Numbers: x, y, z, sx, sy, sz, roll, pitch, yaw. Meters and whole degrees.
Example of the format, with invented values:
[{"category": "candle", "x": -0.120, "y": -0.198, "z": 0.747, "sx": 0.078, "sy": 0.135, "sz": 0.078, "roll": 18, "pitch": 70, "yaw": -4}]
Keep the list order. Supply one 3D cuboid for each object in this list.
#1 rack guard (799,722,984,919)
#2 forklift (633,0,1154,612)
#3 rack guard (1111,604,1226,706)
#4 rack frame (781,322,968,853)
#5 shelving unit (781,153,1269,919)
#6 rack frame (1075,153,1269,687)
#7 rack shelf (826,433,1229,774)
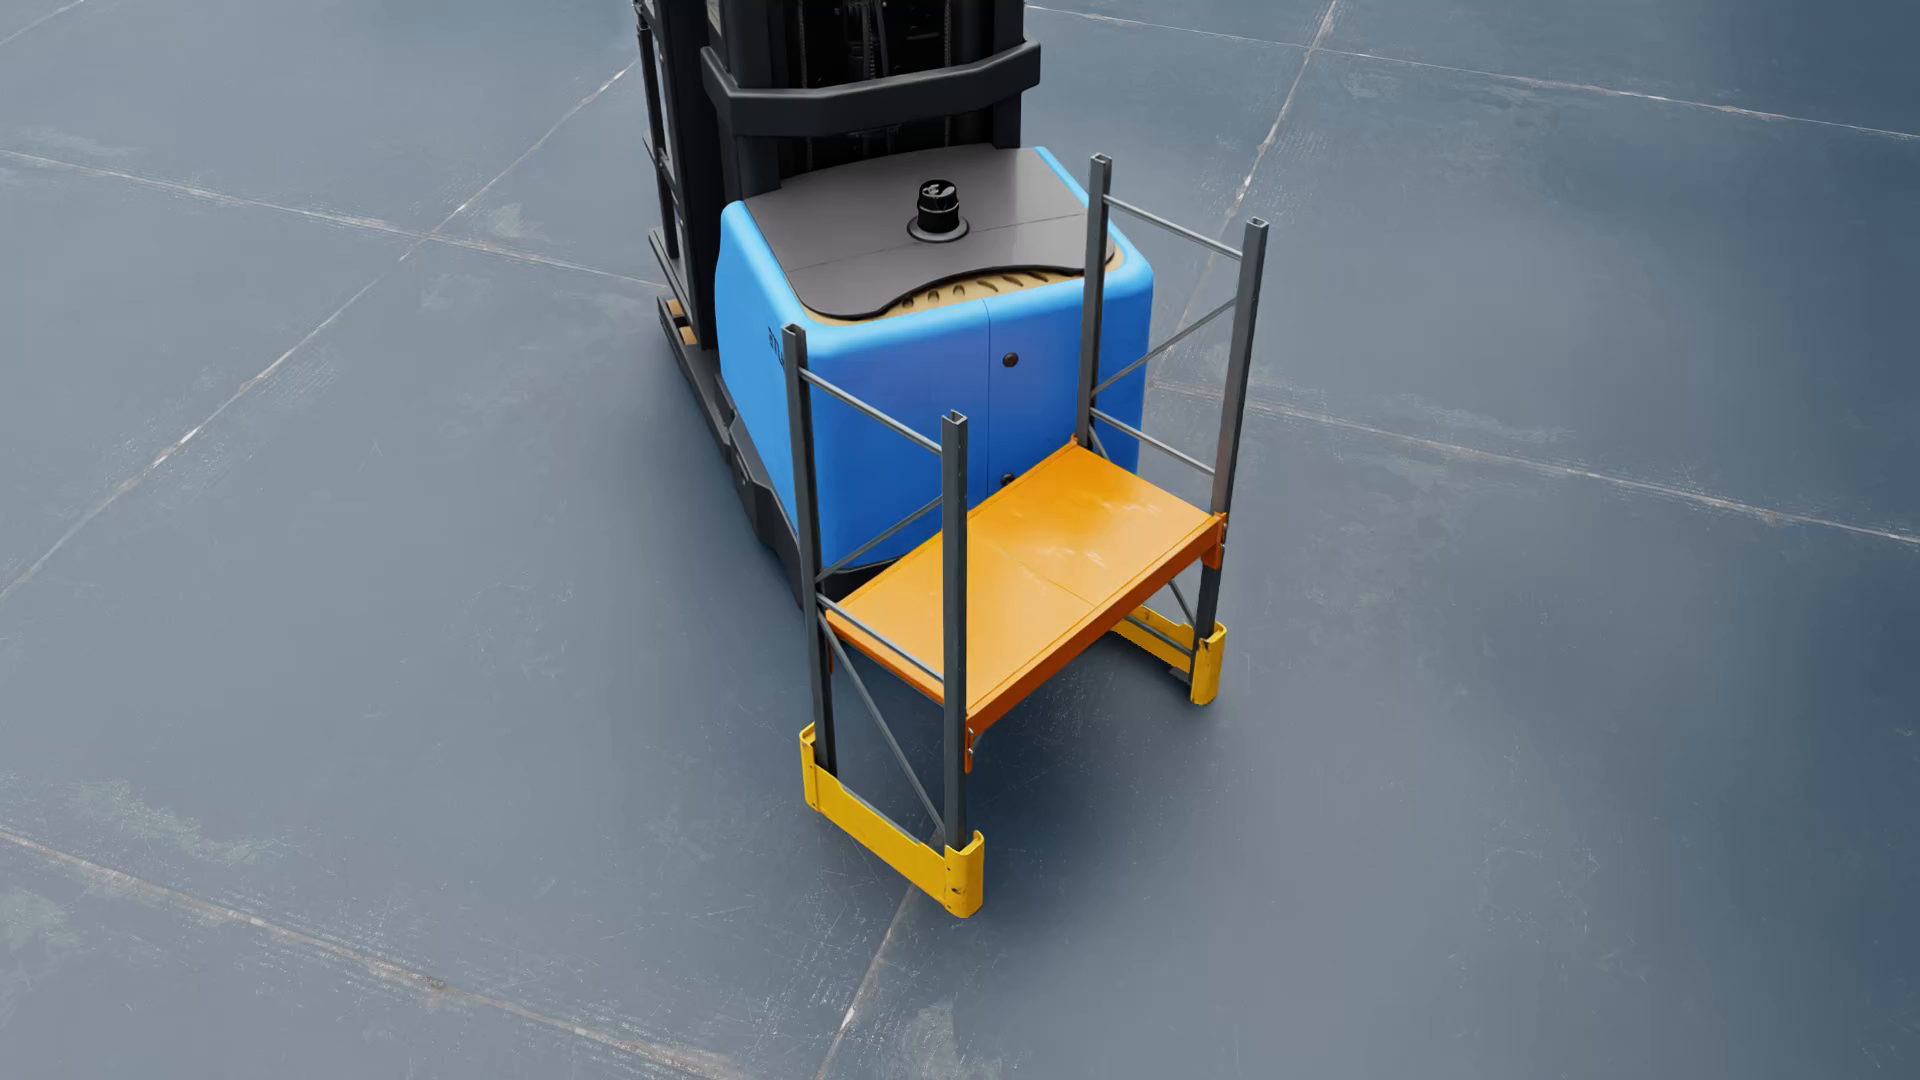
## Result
[{"category": "rack guard", "x": -0.178, "y": 0.706, "z": 4.229, "sx": 0.587, "sy": 0.250, "sz": 0.087, "roll": 31, "pitch": 49, "yaw": 31}, {"category": "forklift", "x": -0.457, "y": -1.804, "z": 5.107, "sx": 1.130, "sy": 2.935, "sz": 3.031, "roll": -14, "pitch": 42, "yaw": -16}, {"category": "rack guard", "x": 0.497, "y": 0.231, "z": 4.787, "sx": 0.587, "sy": 0.250, "sz": 0.087, "roll": 31, "pitch": 49, "yaw": 31}, {"category": "rack frame", "x": -0.179, "y": 0.232, "z": 3.823, "sx": 0.500, "sy": 1.500, "sz": 0.032, "roll": 31, "pitch": 49, "yaw": 31}, {"category": "shelving unit", "x": 0.160, "y": -0.007, "z": 4.102, "sx": 0.587, "sy": 1.500, "sz": 1.083, "roll": 31, "pitch": 49, "yaw": 31}, {"category": "rack frame", "x": 0.510, "y": -0.254, "z": 4.392, "sx": 0.500, "sy": 1.500, "sz": 0.032, "roll": 31, "pitch": 49, "yaw": 31}, {"category": "rack shelf", "x": 0.166, "y": 0.126, "z": 4.224, "sx": 0.538, "sy": 0.185, "sz": 1.000, "roll": 31, "pitch": 49, "yaw": 31}]
